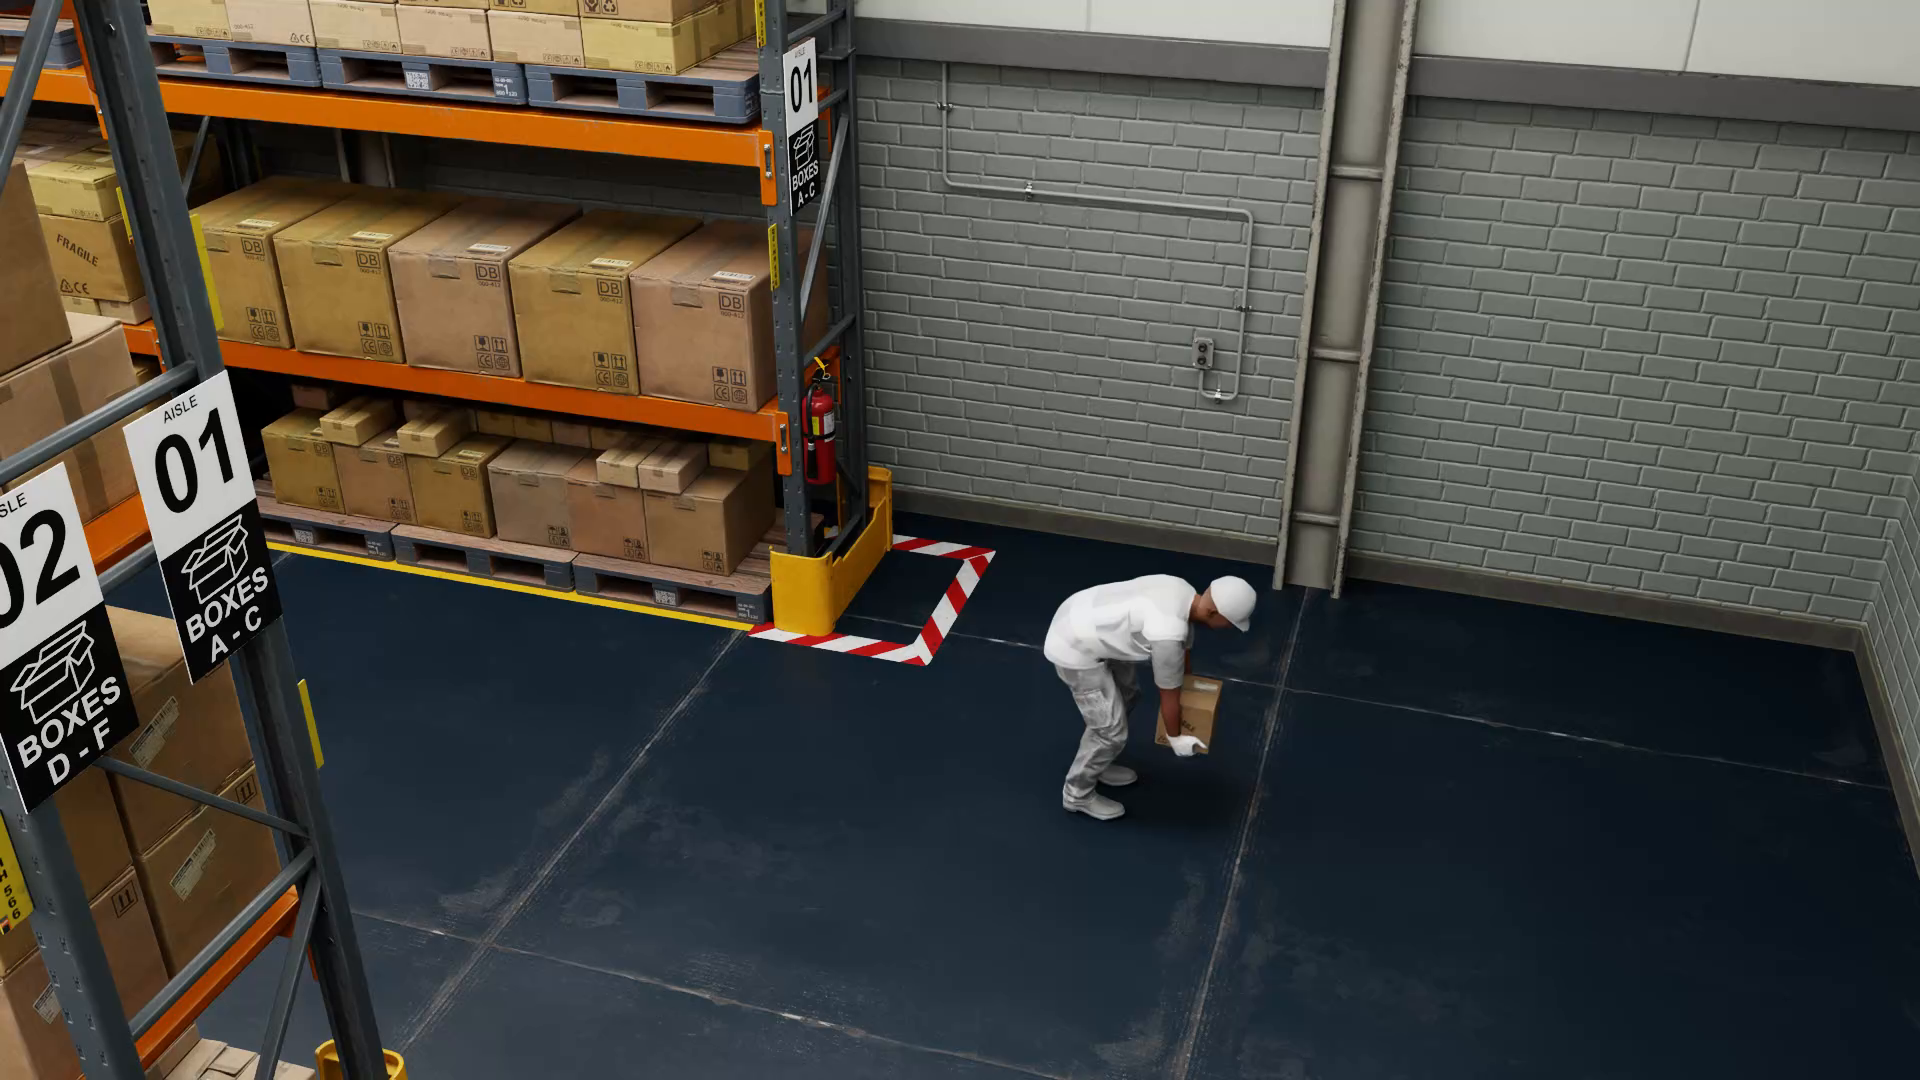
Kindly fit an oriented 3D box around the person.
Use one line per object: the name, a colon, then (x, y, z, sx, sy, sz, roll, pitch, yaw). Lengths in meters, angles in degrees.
person: (0.861, 0.693, 7.742, 0.937, 1.290, 0.506, 7, 30, 13)
